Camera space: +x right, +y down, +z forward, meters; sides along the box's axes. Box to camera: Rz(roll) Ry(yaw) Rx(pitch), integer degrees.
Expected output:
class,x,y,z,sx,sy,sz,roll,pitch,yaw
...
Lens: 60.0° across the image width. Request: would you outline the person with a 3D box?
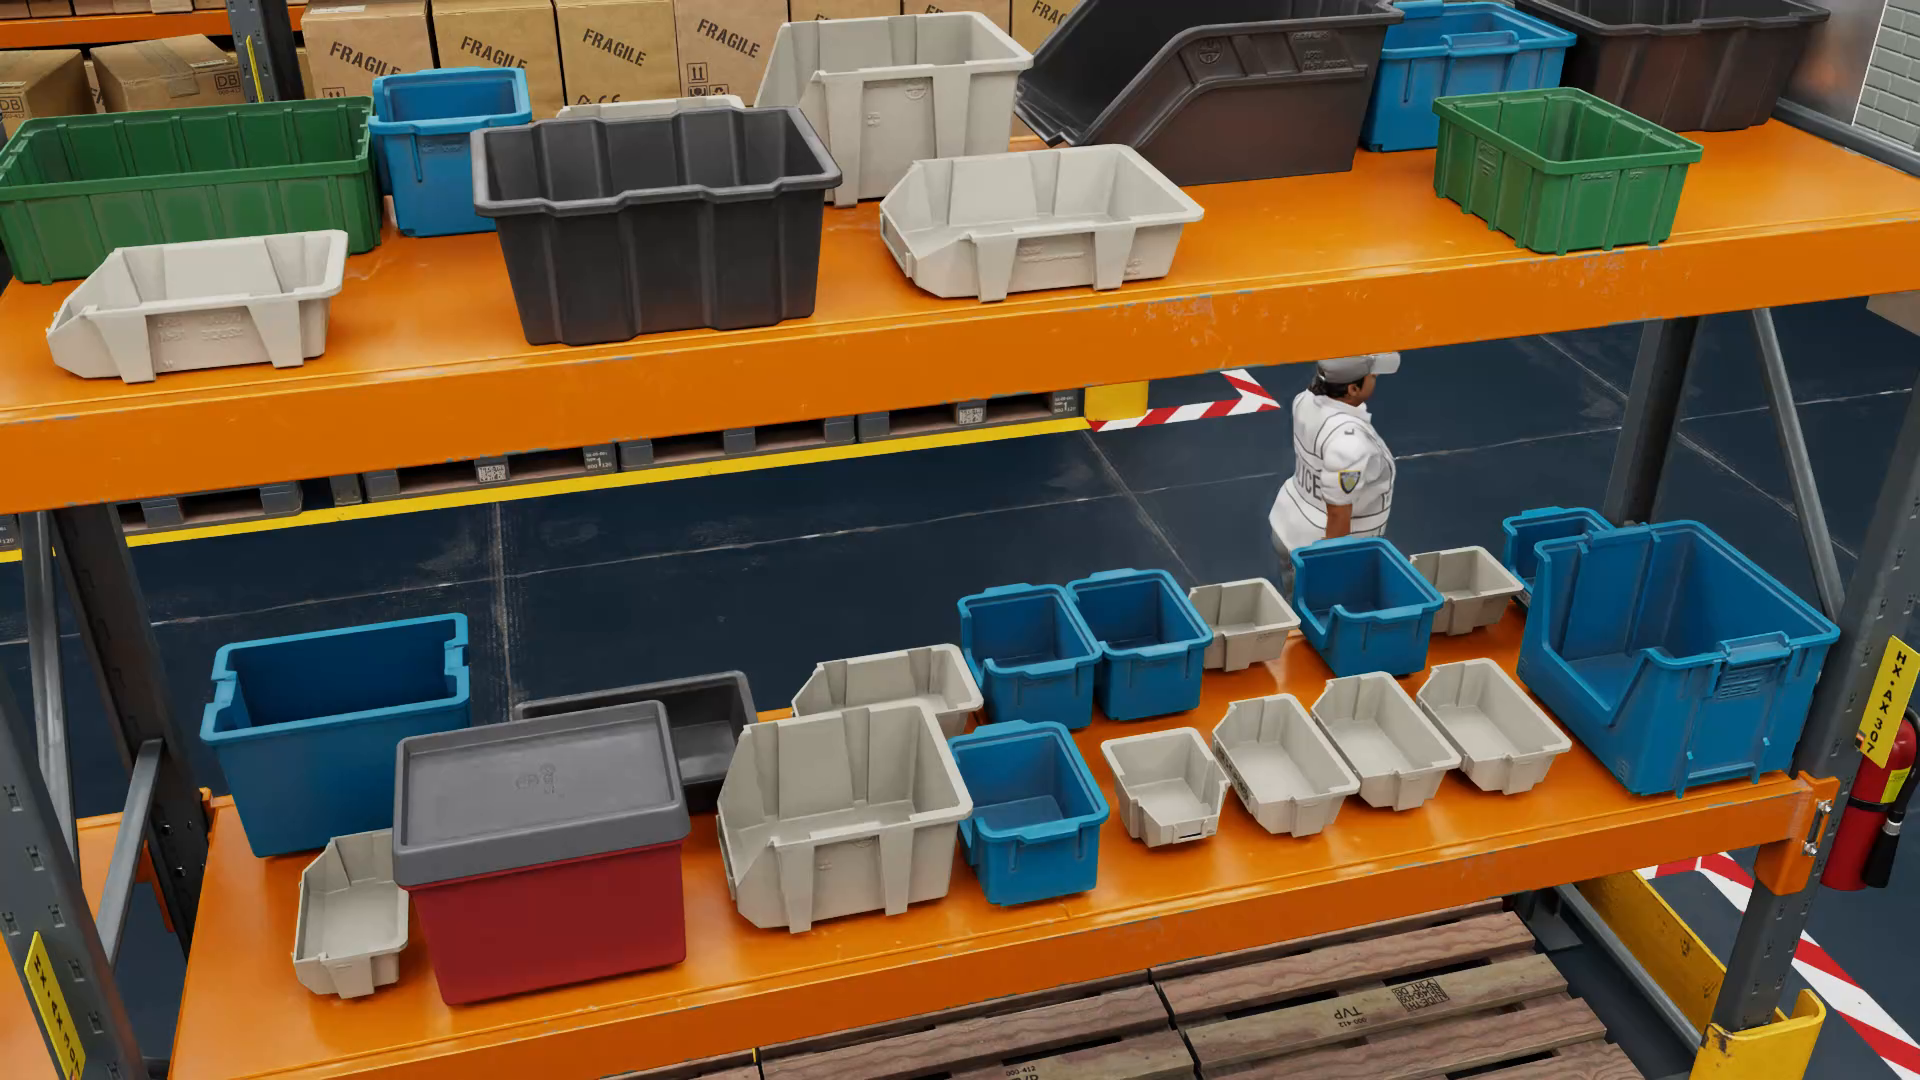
class,x,y,z,sx,sy,sz,roll,pitch,yaw
person,1.367,0.021,6.070,0.450,1.681,0.499,-6,31,-10
